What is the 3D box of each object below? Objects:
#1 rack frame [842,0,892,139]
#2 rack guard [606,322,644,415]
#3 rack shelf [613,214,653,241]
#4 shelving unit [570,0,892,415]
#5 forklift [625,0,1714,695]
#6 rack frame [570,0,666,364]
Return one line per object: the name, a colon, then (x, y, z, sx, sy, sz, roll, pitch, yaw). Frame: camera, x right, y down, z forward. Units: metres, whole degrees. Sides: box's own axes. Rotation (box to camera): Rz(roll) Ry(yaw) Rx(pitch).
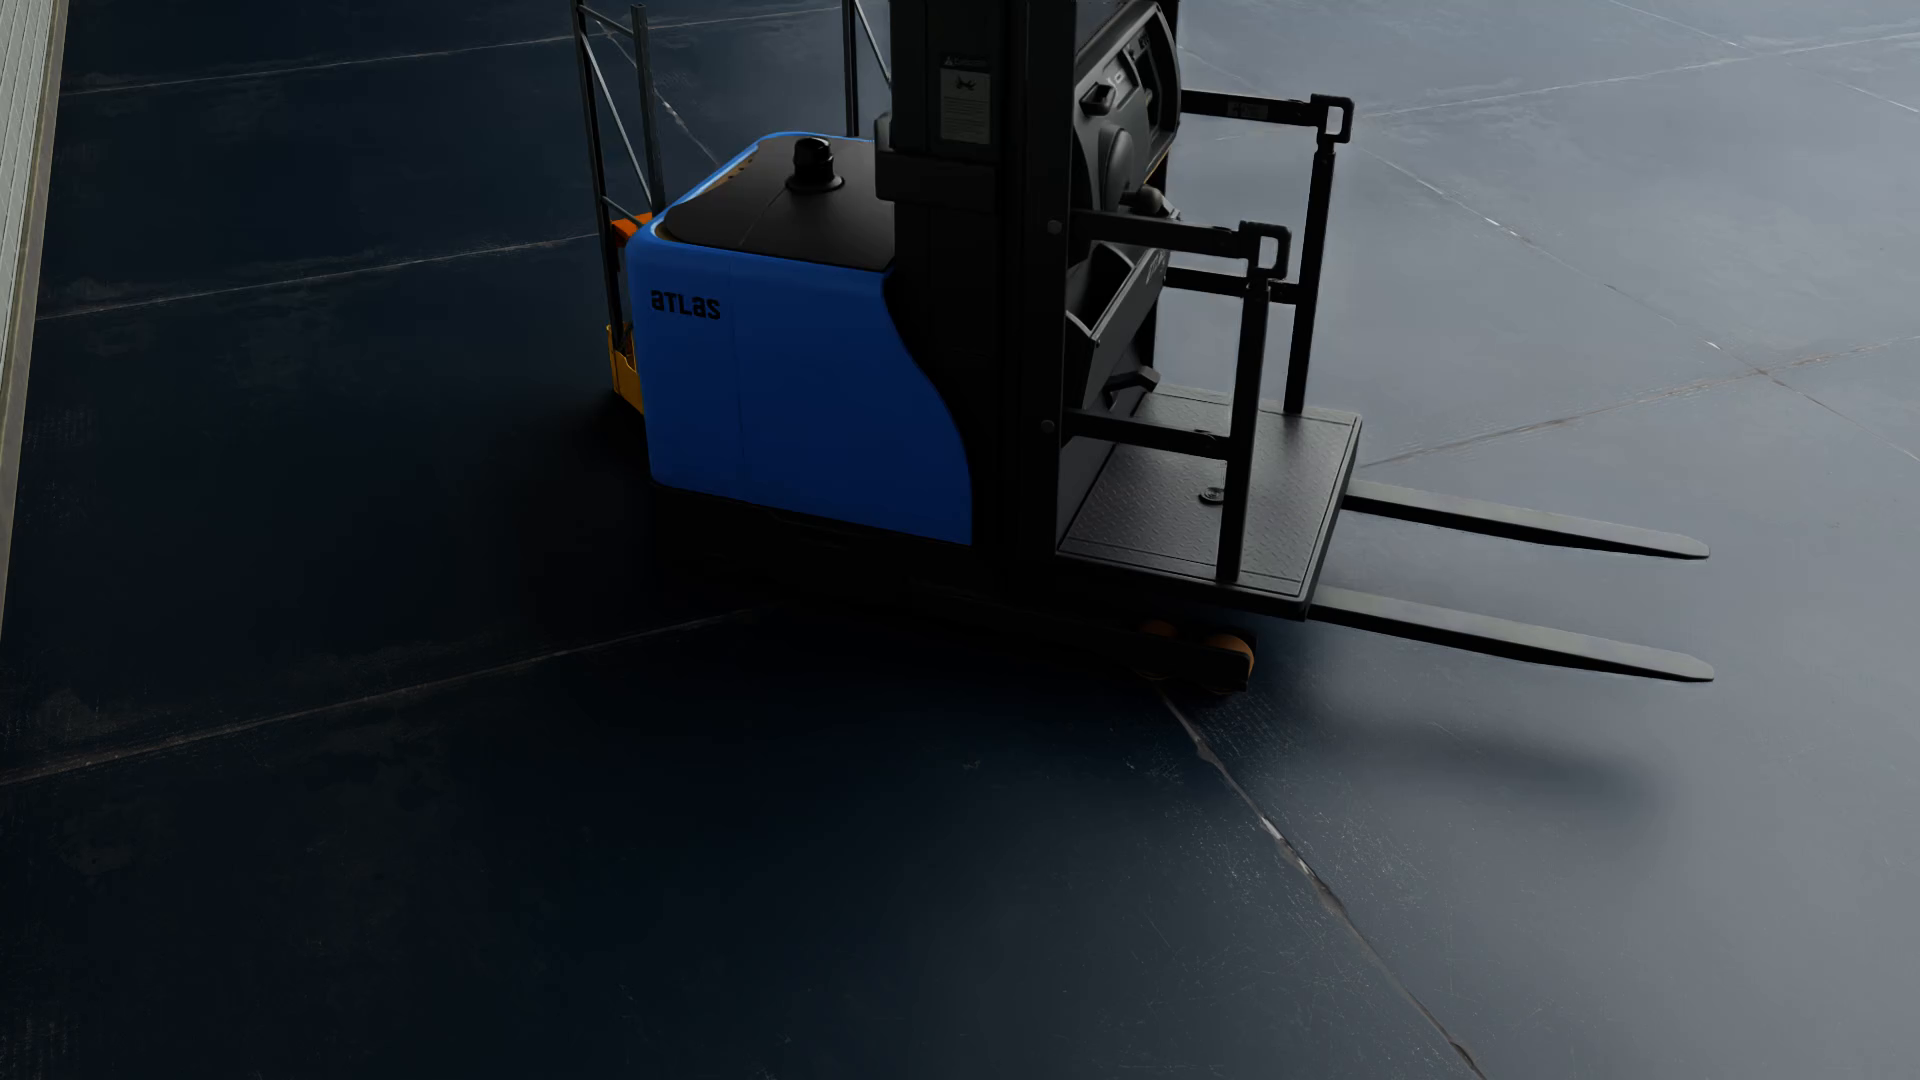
rack frame: (-0.262, -1.385, 6.003, 0.032, 1.500, 0.500, -21, 39, -29)
rack guard: (-1.074, -0.545, 5.858, 0.087, 0.250, 0.587, -21, 39, -29)
rack shelf: (-0.676, -1.129, 5.817, 0.952, 0.026, 0.459, -21, 39, -29)
shelving unit: (-0.668, -1.226, 5.759, 1.083, 1.500, 0.587, -21, 39, -29)
forklift: (15.723, -1.579, 4.990, 30.906, 2.935, 12.830, 11, 35, 16)
rack frame: (-1.089, -1.062, 5.507, 0.032, 1.500, 0.500, -21, 39, -29)
